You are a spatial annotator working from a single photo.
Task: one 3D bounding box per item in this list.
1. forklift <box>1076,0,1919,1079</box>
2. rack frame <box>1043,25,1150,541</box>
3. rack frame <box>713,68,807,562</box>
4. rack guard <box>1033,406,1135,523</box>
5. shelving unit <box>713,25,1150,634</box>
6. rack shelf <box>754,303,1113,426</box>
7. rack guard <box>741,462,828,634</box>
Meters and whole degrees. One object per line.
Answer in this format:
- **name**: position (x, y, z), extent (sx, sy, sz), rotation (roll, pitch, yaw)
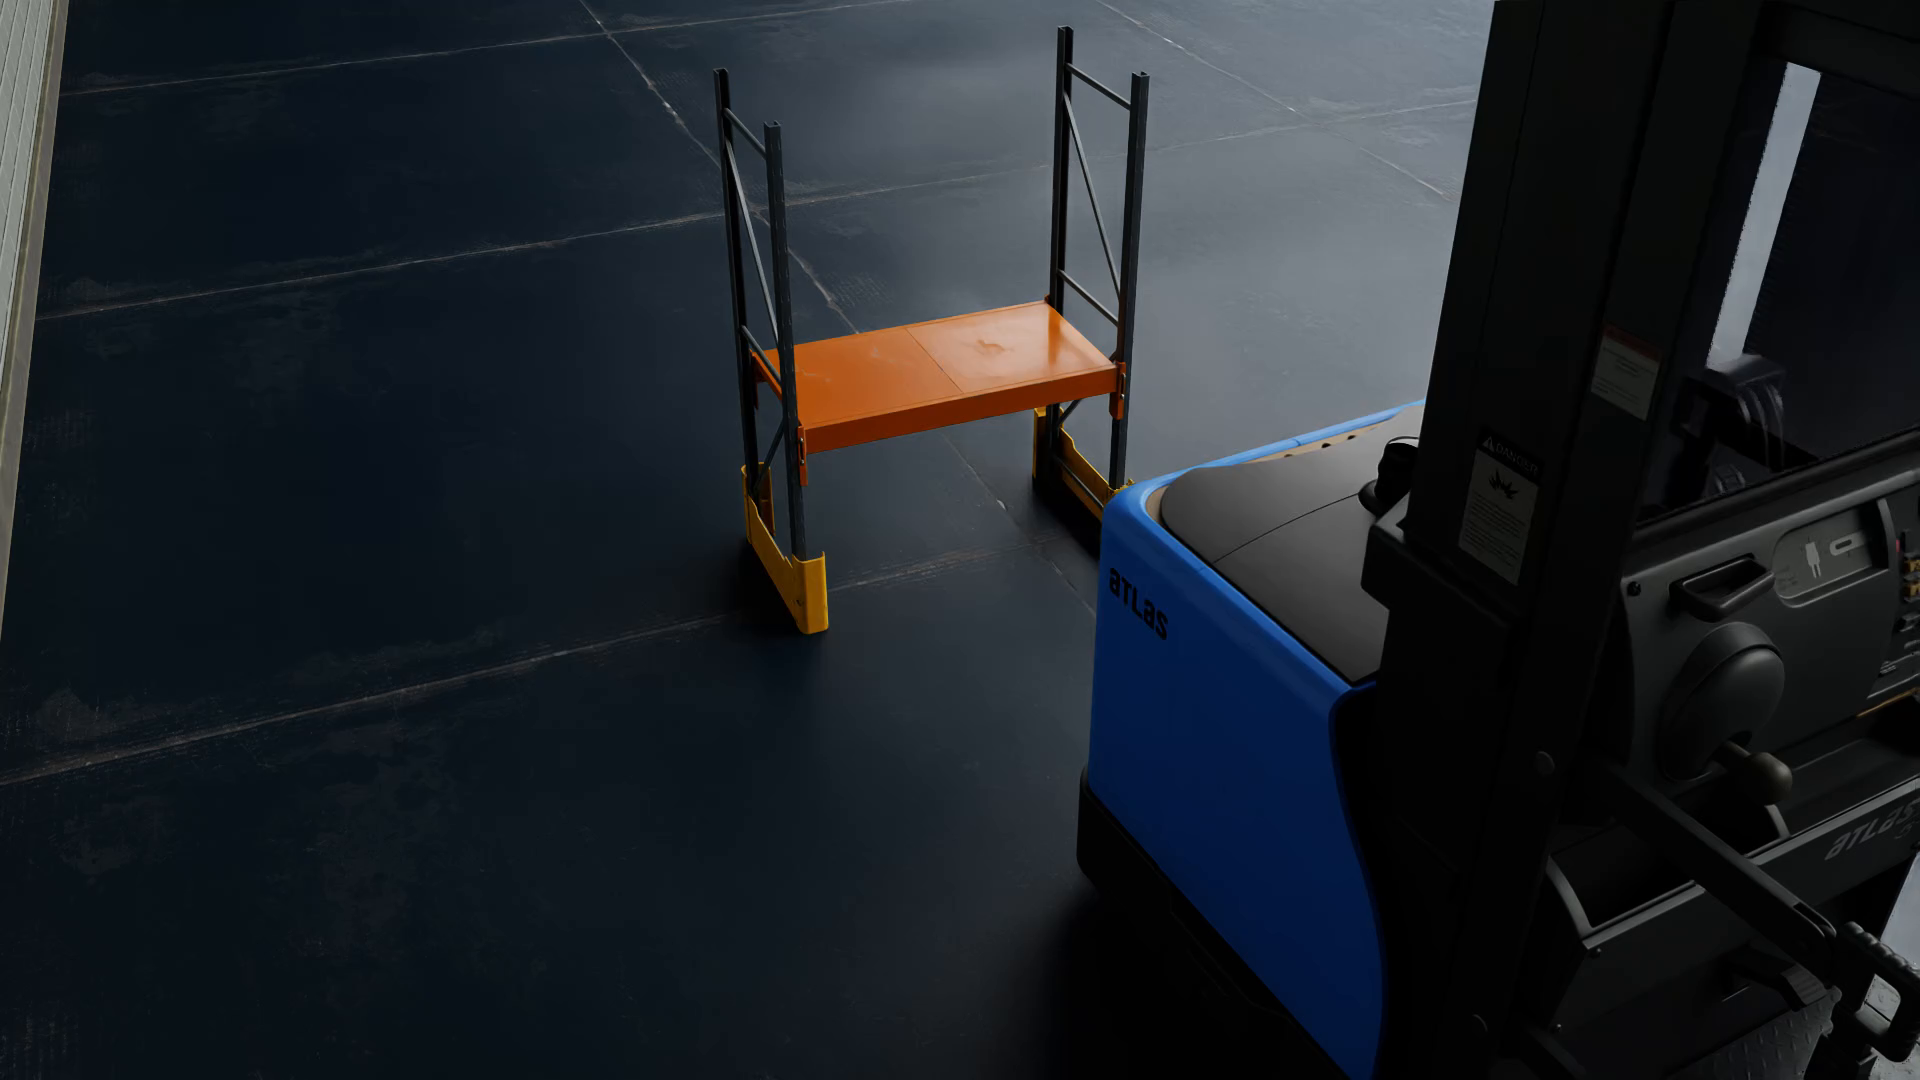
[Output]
- **forklift**: position (16.279, -1.146, 4.323), extent (29.544, 2.935, 12.953), rotation (-16, 36, -23)
- **rack frame**: position (0.390, -0.718, 4.978), extent (0.032, 1.500, 0.500), rotation (-13, 35, -19)
- **rack frame**: position (-0.547, -0.503, 4.648), extent (0.032, 1.500, 0.500), rotation (-13, 35, -19)
- **rack guard**: position (0.389, -0.194, 5.319), extent (0.087, 0.250, 0.587), rotation (-13, 35, -19)
- **shelving unit**: position (-0.070, -0.613, 4.816), extent (1.083, 1.500, 0.587), rotation (-13, 35, -19)
- **rack shelf**: position (-0.079, -0.516, 4.875), extent (0.952, 0.026, 0.459), rotation (-13, 35, -19)
- **rack guard**: position (-0.529, 0.016, 4.995), extent (0.087, 0.250, 0.587), rotation (-13, 35, -19)
